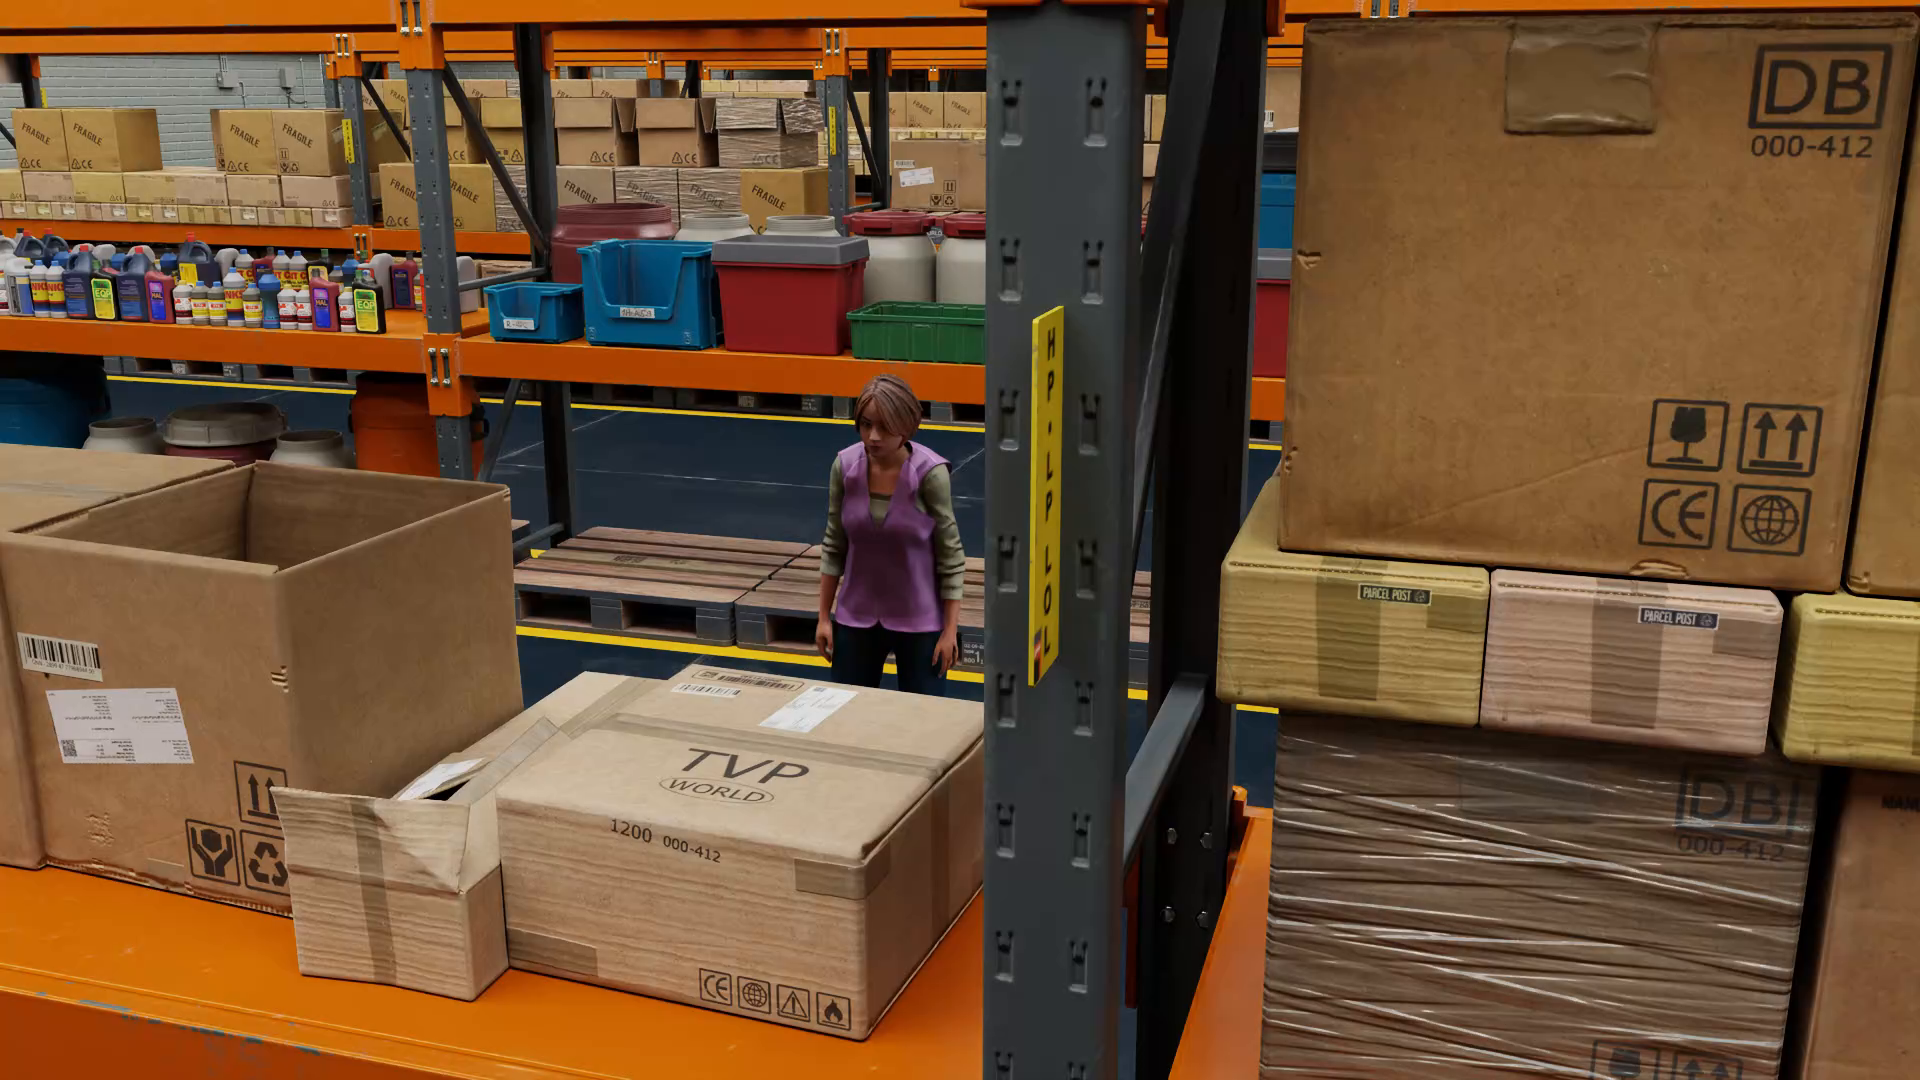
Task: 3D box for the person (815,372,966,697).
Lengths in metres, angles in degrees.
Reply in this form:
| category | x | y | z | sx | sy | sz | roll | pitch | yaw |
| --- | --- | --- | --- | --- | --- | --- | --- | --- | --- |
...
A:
| category | x | y | z | sx | sy | sz | roll | pitch | yaw |
| --- | --- | --- | --- | --- | --- | --- | --- | --- | --- |
| person | -0.211 | 0.277 | 5.029 | 0.460 | 1.593 | 0.345 | 5 | 16 | 16 |
